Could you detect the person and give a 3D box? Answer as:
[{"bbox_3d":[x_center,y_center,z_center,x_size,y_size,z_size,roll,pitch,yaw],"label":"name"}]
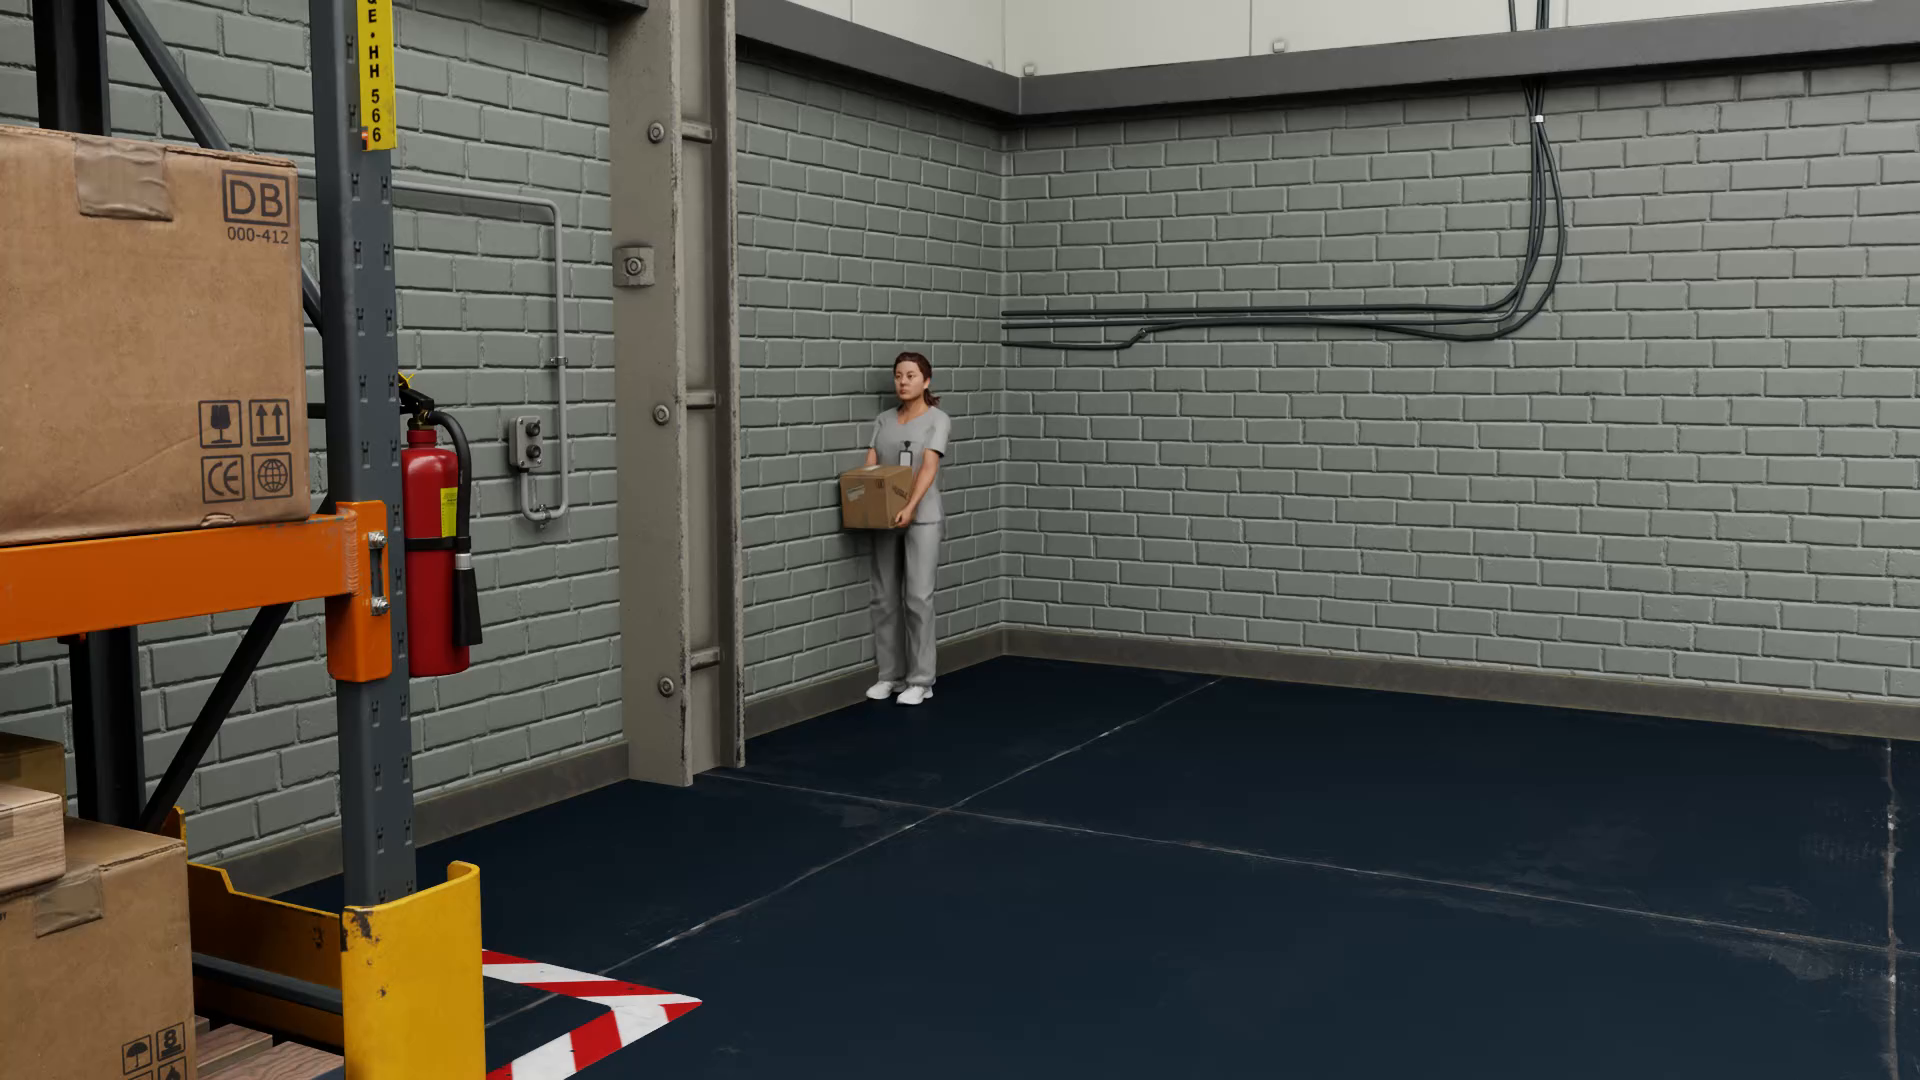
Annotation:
[{"bbox_3d":[-0.283,-0.057,7.933,0.422,1.667,0.532,3,7,28],"label":"person"}]
